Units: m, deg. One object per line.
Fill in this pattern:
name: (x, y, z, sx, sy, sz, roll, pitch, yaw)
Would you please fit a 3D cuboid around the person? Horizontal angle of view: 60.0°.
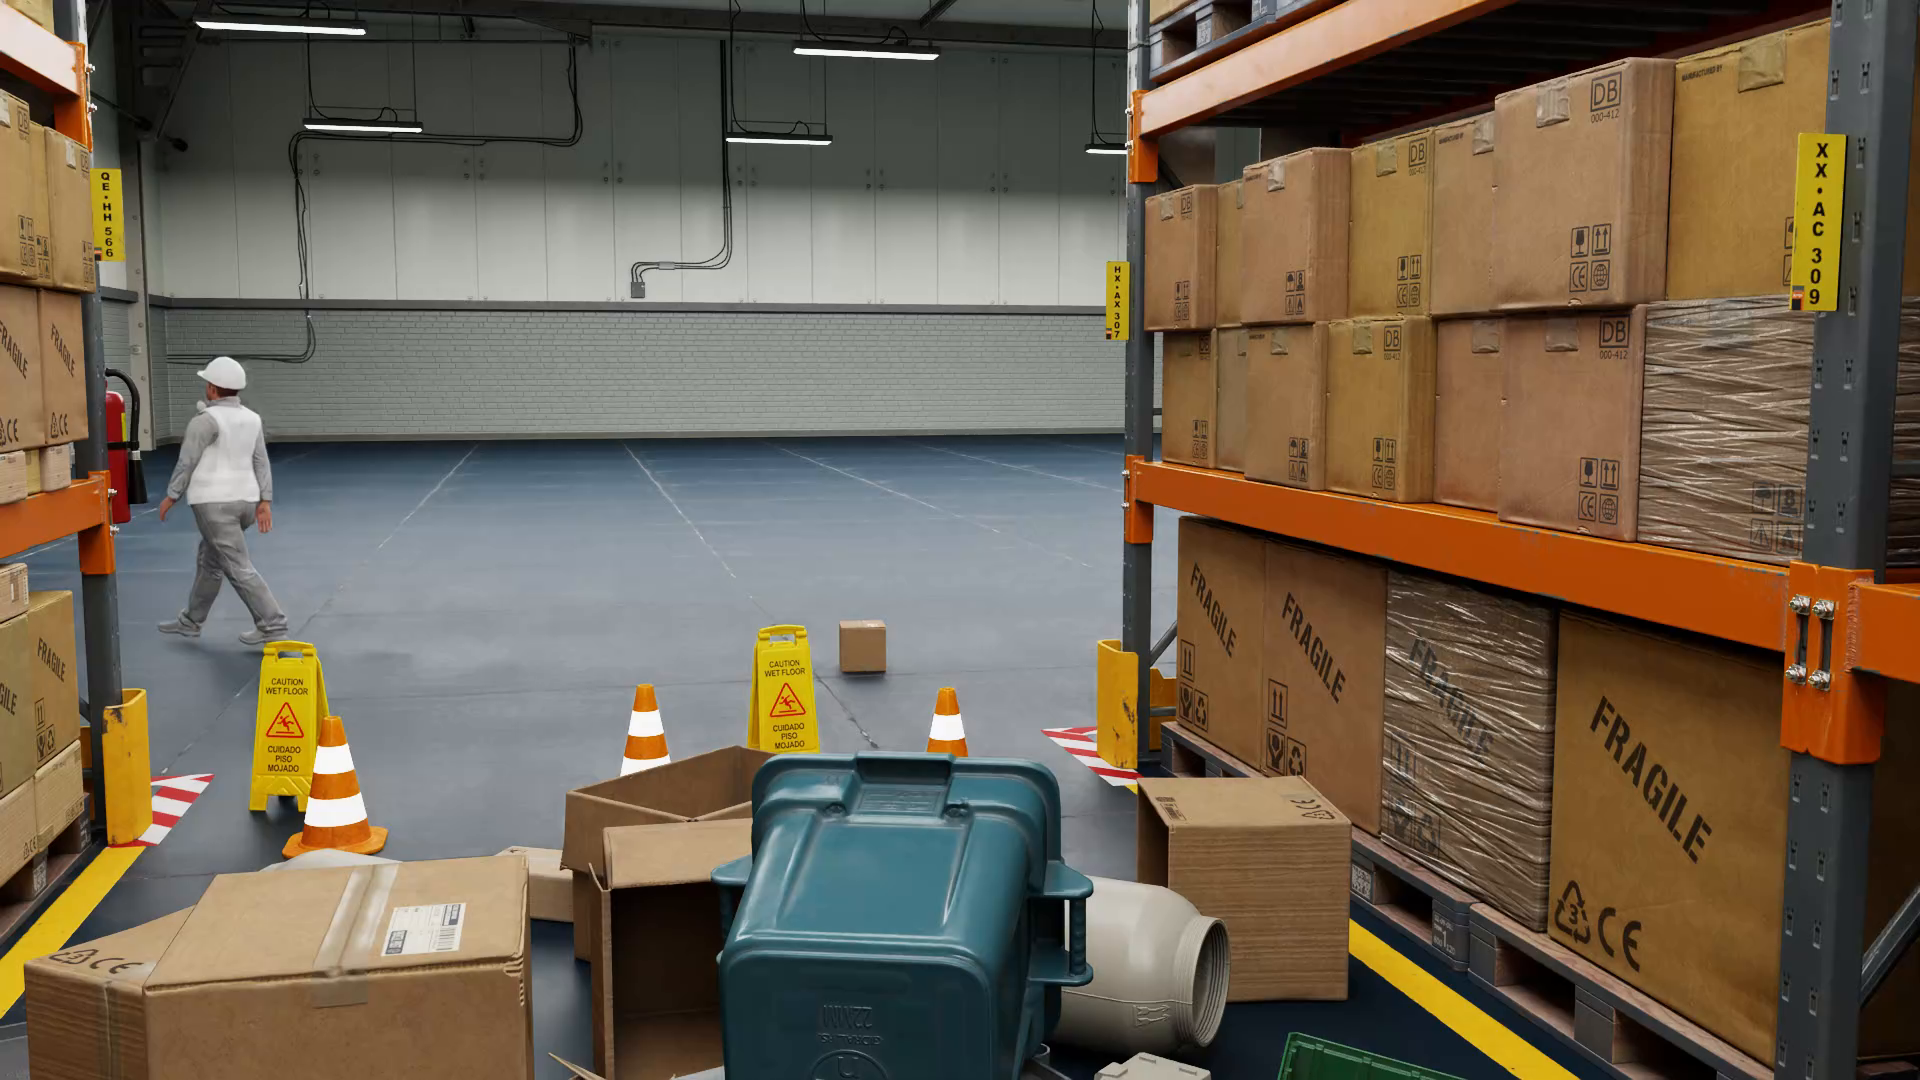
person: (-4.494, -0.237, 9.979, 1.030, 1.712, 0.535, 2, 6, 14)
